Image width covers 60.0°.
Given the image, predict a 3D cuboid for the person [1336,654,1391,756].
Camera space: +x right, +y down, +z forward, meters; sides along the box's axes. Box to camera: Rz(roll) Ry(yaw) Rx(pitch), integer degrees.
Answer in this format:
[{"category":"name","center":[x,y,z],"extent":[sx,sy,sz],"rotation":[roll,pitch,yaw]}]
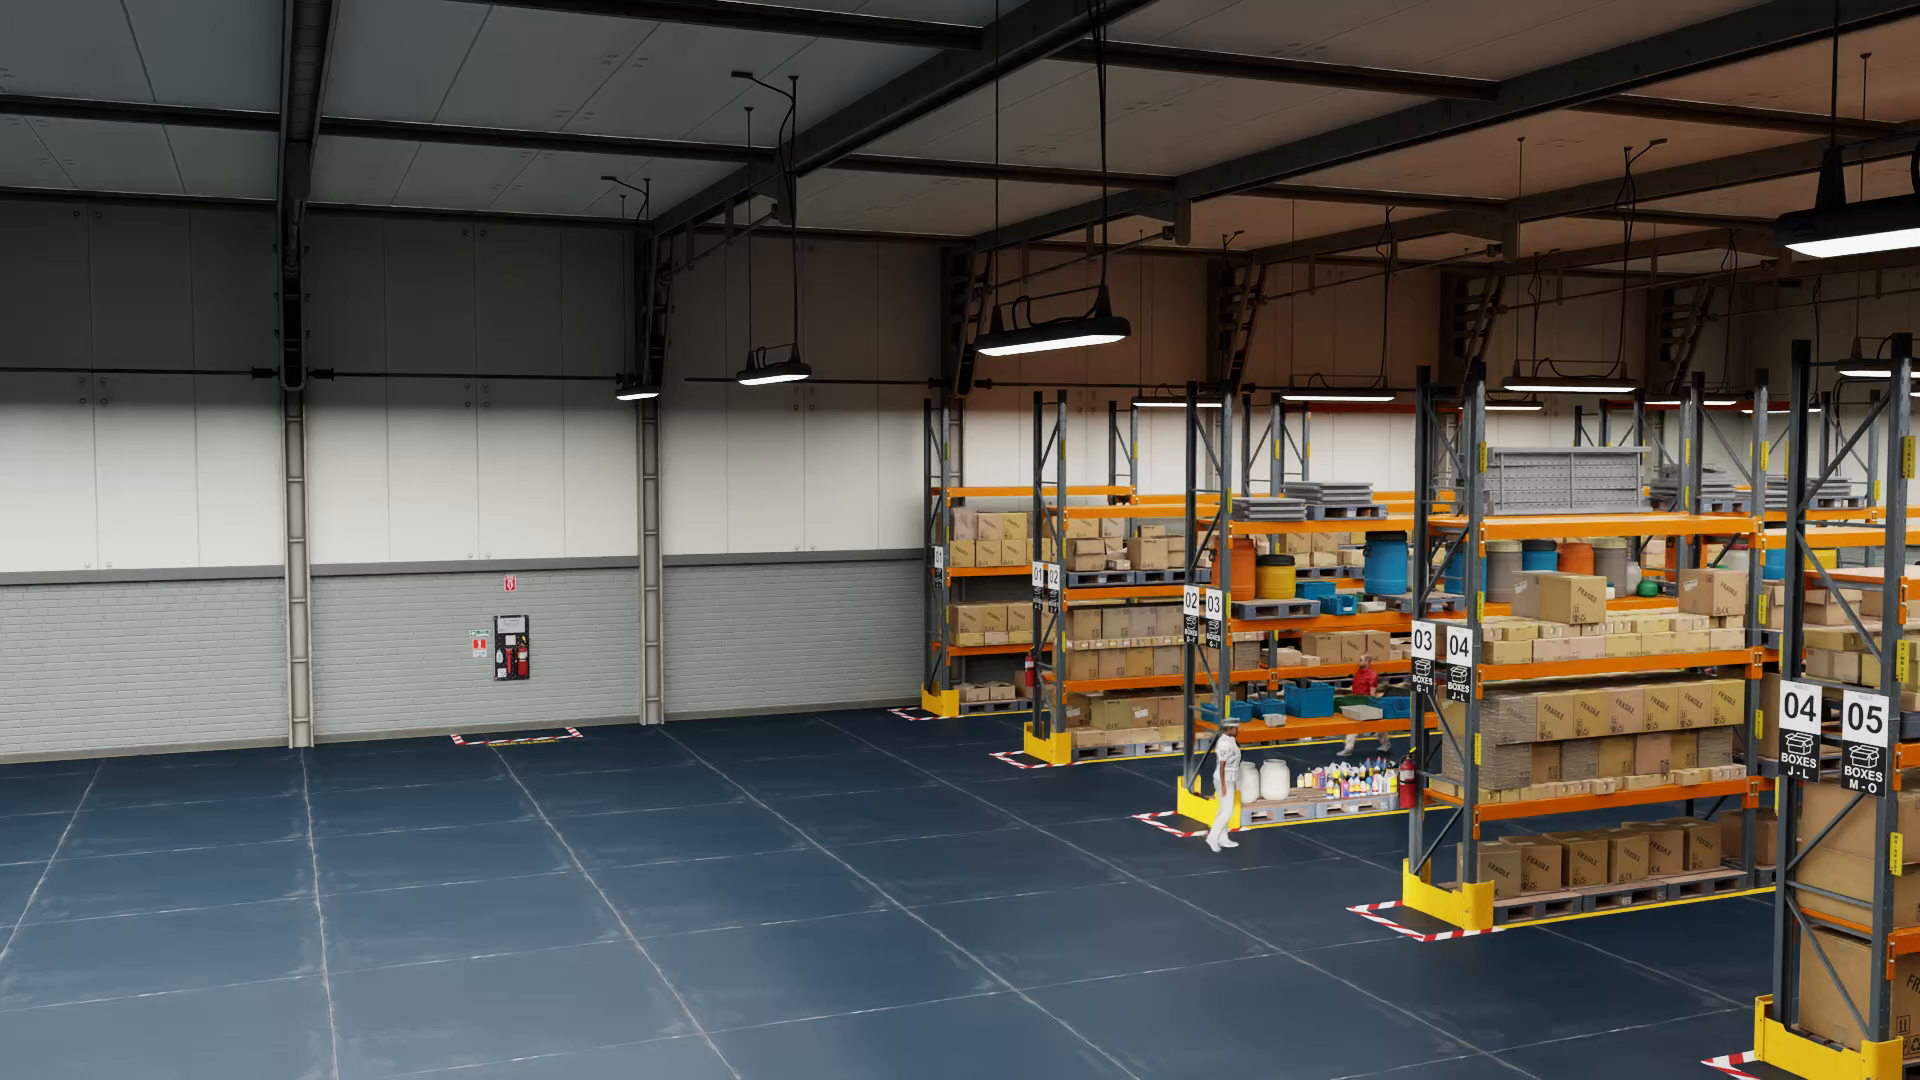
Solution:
[{"category":"person","center":[6.653,2.700,27.277],"extent":[1.054,1.671,0.517],"rotation":[-3,4,-37]}]

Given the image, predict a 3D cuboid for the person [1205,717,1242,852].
[{"category":"person","center":[3.356,3.109,21.168],"extent":[0.415,1.709,0.525],"rotation":[1,4,17]}]
